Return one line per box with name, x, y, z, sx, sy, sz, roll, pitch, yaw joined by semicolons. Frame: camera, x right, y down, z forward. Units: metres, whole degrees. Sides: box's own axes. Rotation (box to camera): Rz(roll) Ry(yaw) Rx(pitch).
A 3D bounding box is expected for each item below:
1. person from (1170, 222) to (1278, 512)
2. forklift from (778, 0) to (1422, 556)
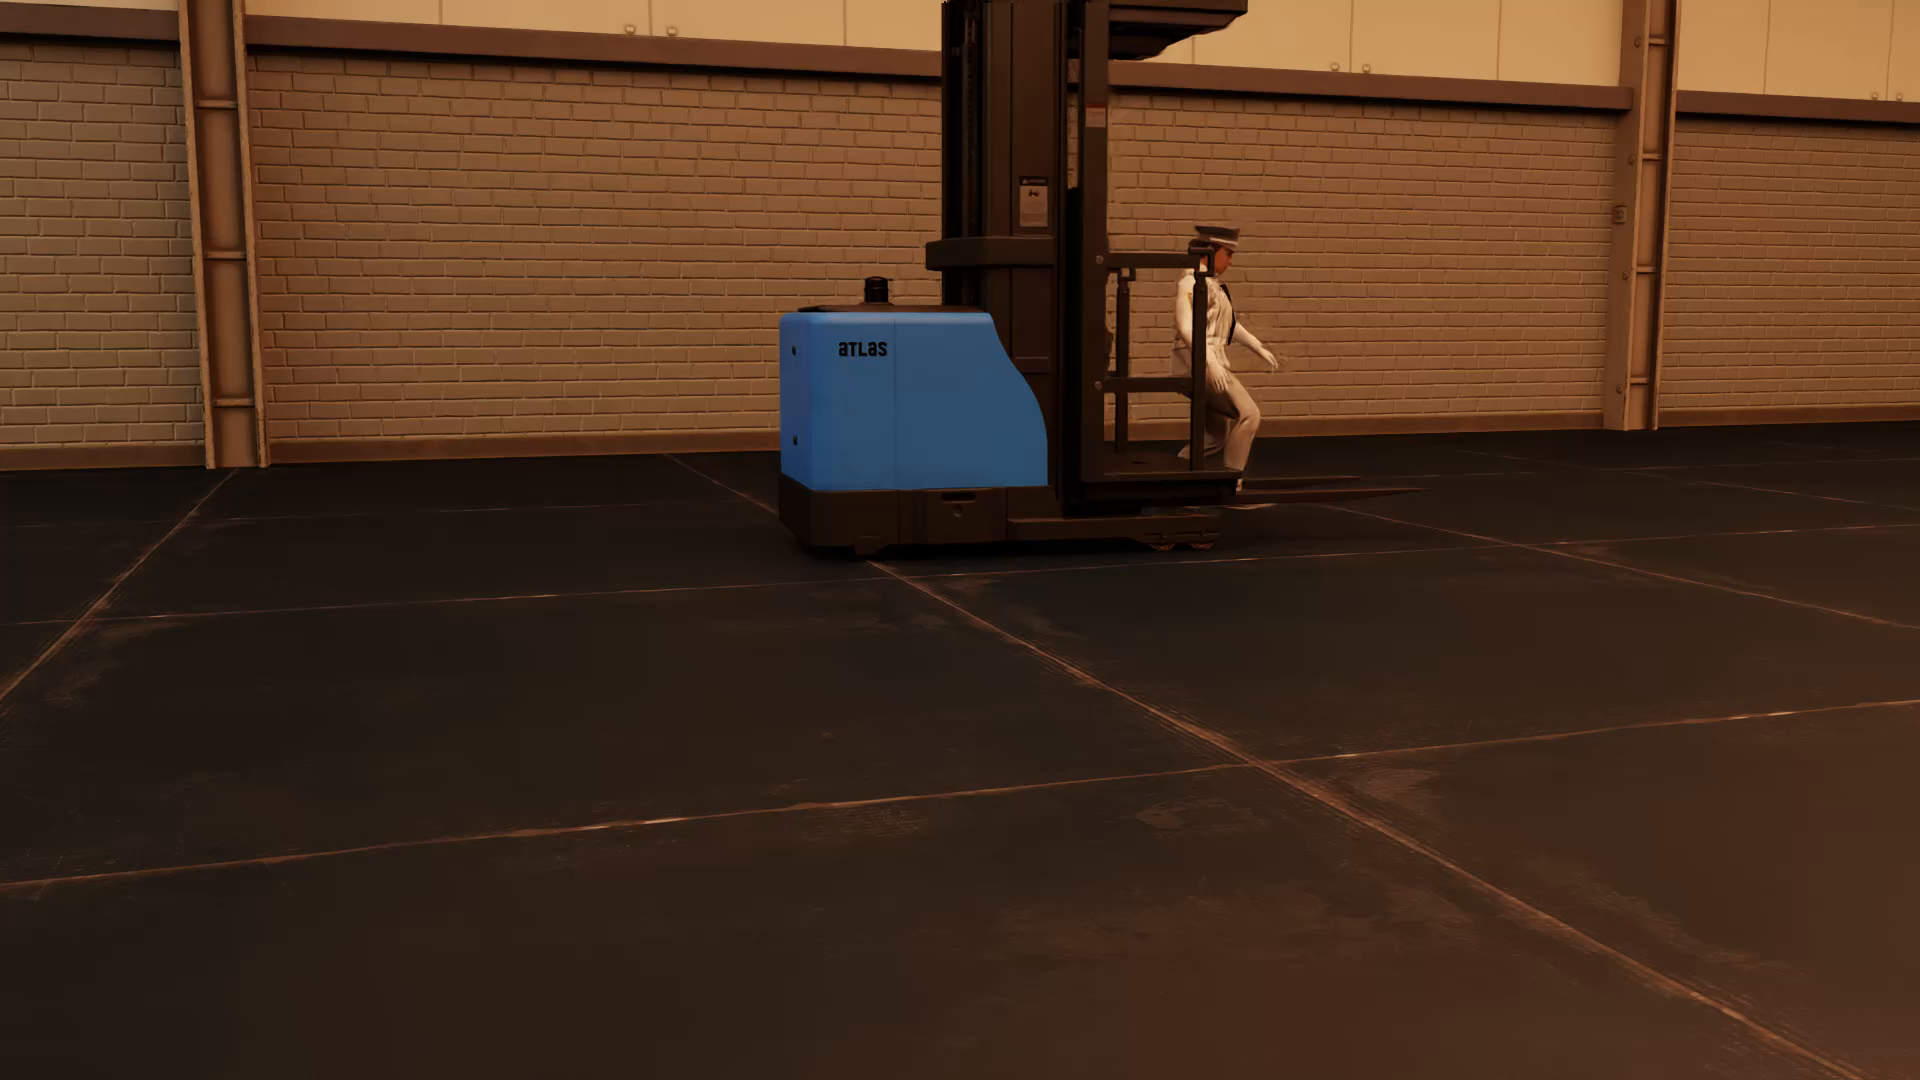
person;1.337;-0.879;8.732;0.794;1.554;0.922;3;8;22
forklift;0.697;-1.468;7.839;3.031;2.935;1.130;-2;8;-15
